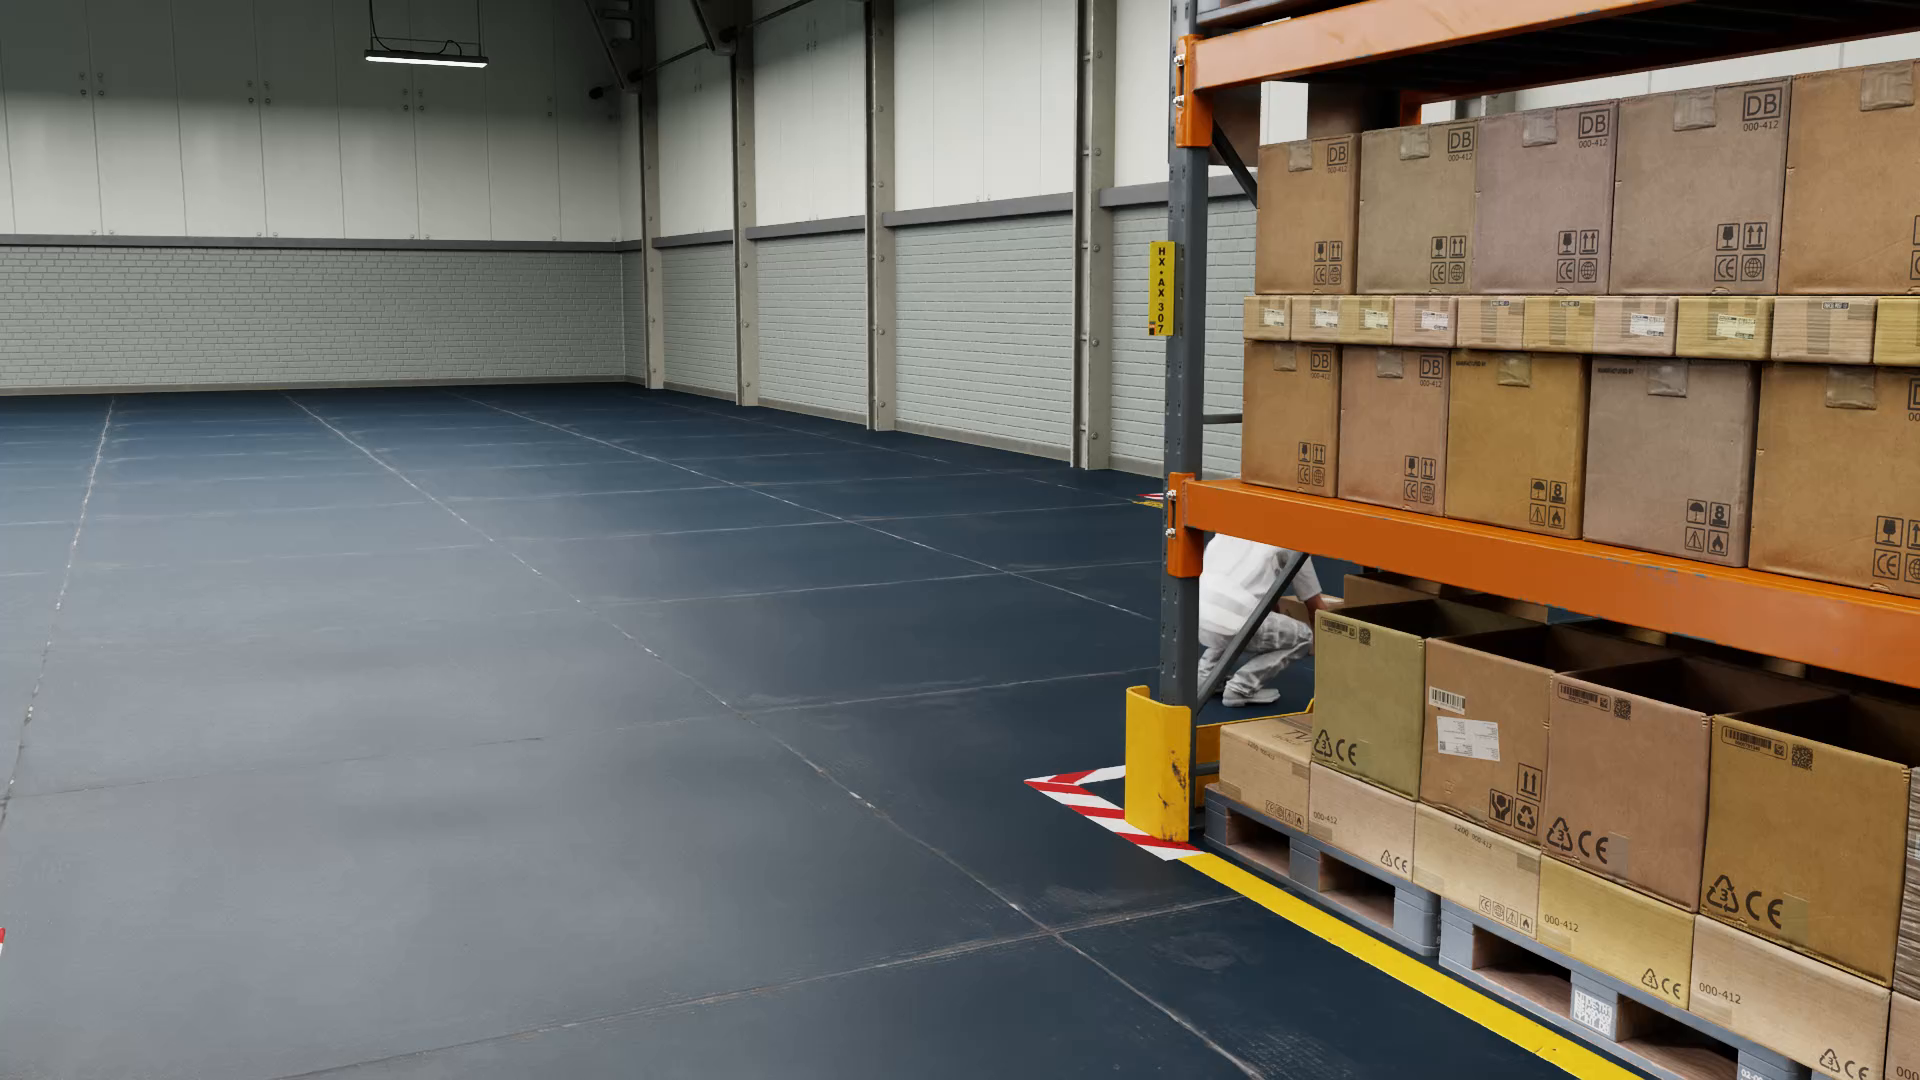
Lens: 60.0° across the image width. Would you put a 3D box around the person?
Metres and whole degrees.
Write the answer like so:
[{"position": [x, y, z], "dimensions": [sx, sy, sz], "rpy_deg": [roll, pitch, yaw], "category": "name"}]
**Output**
[{"position": [1.465, 0.274, 8.151], "dimensions": [0.891, 0.993, 0.567], "rpy_deg": [-4, 9, -26], "category": "person"}]
